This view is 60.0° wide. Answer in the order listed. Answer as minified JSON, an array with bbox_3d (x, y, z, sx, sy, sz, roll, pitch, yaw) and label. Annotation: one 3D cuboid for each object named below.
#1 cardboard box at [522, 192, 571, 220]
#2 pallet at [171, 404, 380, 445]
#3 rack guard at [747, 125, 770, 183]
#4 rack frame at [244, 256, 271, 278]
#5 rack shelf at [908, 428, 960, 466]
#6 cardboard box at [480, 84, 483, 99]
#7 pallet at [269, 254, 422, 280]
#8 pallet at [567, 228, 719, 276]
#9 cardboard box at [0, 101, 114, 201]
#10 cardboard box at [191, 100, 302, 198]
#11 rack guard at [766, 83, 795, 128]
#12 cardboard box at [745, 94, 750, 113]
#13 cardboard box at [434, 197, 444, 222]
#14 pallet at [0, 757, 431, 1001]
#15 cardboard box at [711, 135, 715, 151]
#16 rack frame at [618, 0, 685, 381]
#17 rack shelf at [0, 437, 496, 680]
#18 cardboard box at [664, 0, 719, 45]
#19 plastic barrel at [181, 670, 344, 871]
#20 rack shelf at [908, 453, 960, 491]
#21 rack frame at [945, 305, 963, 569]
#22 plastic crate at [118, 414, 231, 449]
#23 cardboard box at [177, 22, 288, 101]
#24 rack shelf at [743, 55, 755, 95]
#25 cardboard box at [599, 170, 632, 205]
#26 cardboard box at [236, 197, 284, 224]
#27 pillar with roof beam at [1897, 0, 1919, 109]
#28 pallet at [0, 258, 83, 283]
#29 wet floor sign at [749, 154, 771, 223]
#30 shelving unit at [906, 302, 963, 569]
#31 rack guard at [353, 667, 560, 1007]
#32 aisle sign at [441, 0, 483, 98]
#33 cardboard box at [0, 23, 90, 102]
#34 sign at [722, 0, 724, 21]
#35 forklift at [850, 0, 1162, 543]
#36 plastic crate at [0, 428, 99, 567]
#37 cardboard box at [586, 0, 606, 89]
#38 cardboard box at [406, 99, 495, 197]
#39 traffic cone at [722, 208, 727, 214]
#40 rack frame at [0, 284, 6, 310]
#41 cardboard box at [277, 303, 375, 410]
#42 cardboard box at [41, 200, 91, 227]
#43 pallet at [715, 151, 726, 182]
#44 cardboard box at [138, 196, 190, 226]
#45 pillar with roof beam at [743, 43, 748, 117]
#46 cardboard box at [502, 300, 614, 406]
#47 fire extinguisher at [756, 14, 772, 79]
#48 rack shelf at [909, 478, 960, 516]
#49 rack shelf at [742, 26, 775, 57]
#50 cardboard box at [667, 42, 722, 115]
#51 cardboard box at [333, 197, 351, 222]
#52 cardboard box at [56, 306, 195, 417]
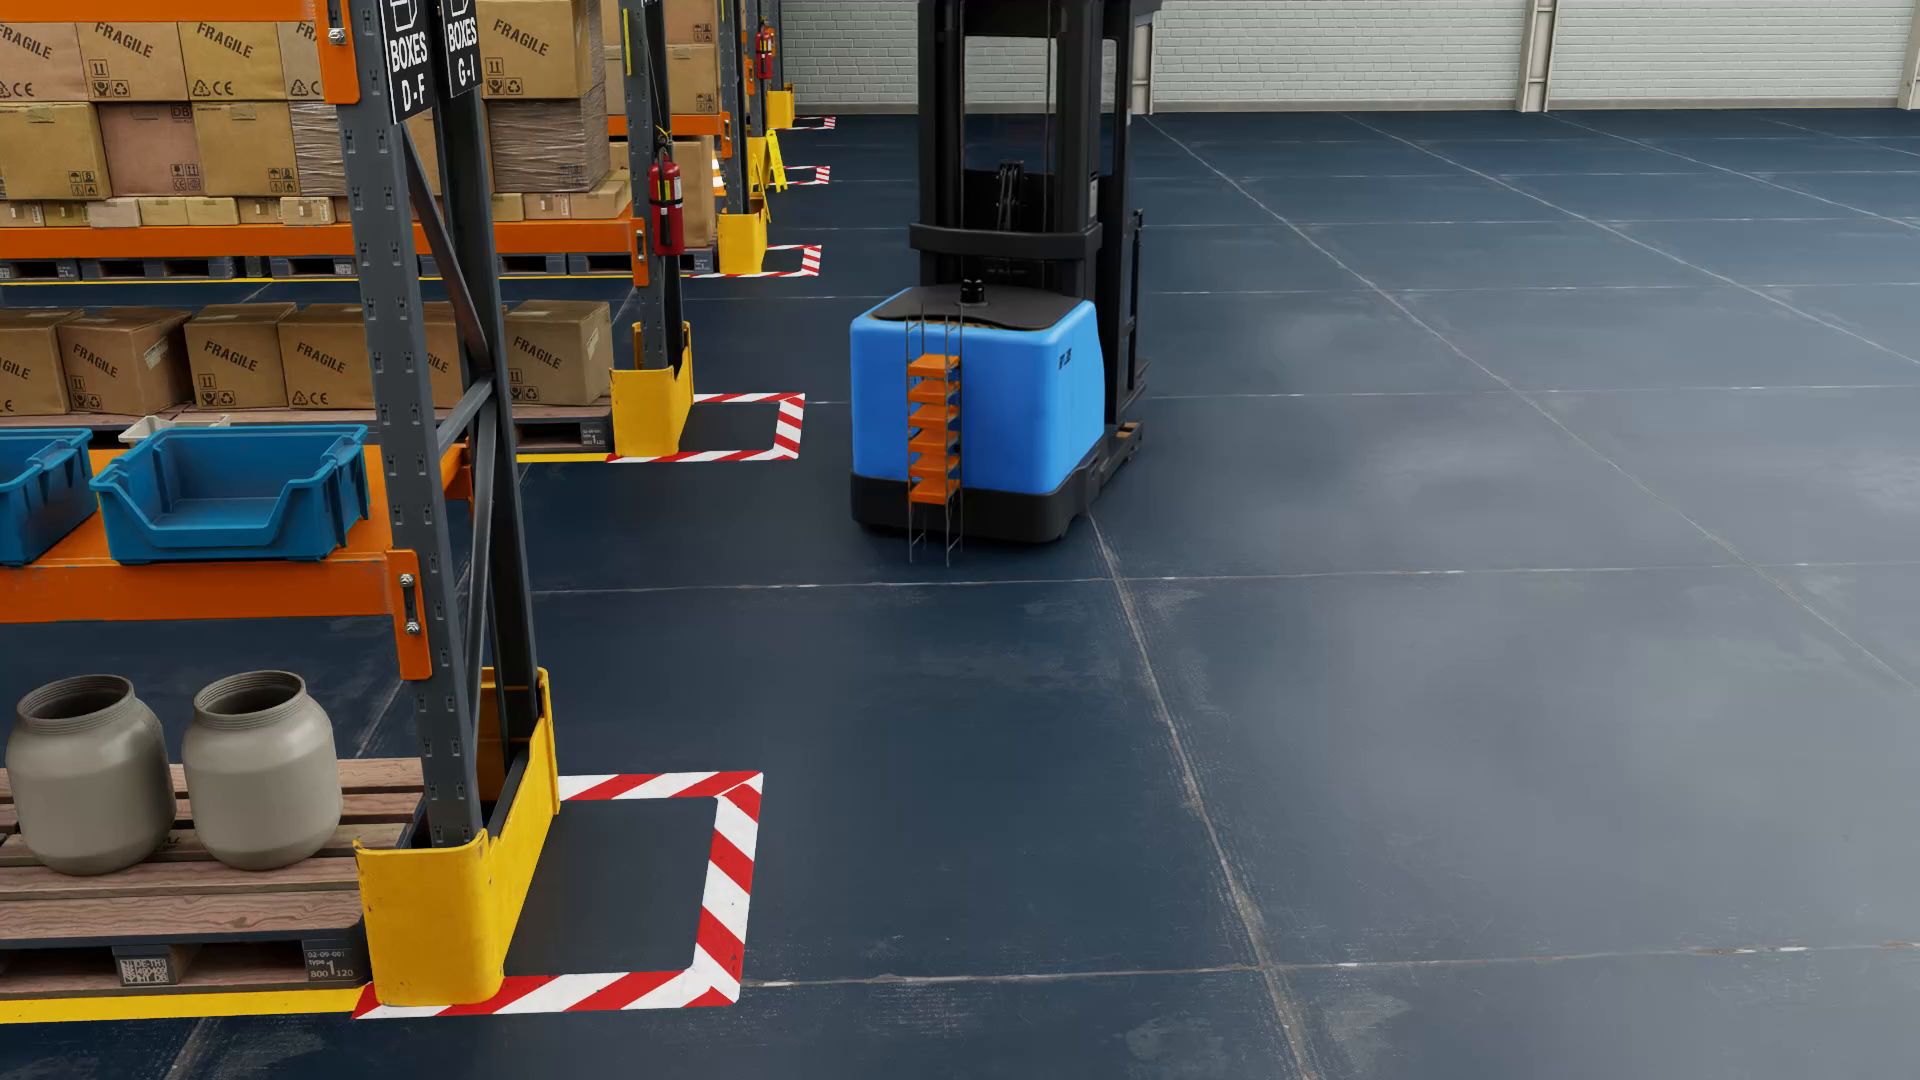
[{"bbox_3d":[-2.250,-1.875,9.184,0.250,0.149,0.380,-1,21,-3],"label":"cardboard box"},{"bbox_3d":[-3.831,-0.744,9.779,1.213,0.211,1.003,-1,21,-3],"label":"pallet"},{"bbox_3d":[-2.369,-4.427,19.047,0.348,0.500,1.175,-1,21,-3],"label":"rack guard"},{"bbox_3d":[-5.903,-3.759,13.779,0.127,3.000,1.000,-1,21,-3],"label":"rack frame"},{"bbox_3d":[-0.114,-0.436,7.703,0.180,0.103,0.258,6,22,16],"label":"rack shelf"},{"bbox_3d":[-2.761,-2.619,8.819,0.500,0.500,0.500,-1,21,-3],"label":"cardboard box"},{"bbox_3d":[-5.139,-2.444,14.243,1.213,0.211,1.003,-1,21,-3],"label":"pallet"},{"bbox_3d":[-2.703,-2.493,14.373,1.213,0.211,1.003,-1,21,-3],"label":"pallet"},{"bbox_3d":[-4.767,-2.166,9.036,0.500,0.500,0.875,-1,21,-3],"label":"cardboard box"},{"bbox_3d":[-3.772,-2.207,9.144,0.500,0.500,0.875,-1,21,-3],"label":"cardboard box"},{"bbox_3d":[-2.556,-6.192,23.683,0.348,0.500,1.175,-1,21,-3],"label":"rack guard"},{"bbox_3d":[-3.031,-6.150,23.332,0.500,0.250,0.500,-1,21,-3],"label":"cardboard box"},{"bbox_3d":[-2.747,-1.852,9.123,0.250,0.149,0.380,-1,21,-3],"label":"cardboard box"},{"bbox_3d":[-2.329,1.019,5.148,1.213,0.211,1.003,-1,21,-3],"label":"pallet"},{"bbox_3d":[-3.114,-4.590,19.236,0.500,0.250,0.500,-1,21,-3],"label":"cardboard box"},{"bbox_3d":[-1.727,-2.077,9.360,0.127,3.000,1.000,-1,21,-3],"label":"rack frame"},{"bbox_3d":[-3.441,0.060,4.760,4.000,0.370,1.077,-1,21,-3],"label":"rack shelf"},{"bbox_3d":[-2.282,-4.422,13.790,0.550,0.550,0.875,-1,21,-3],"label":"cardboard box"},{"bbox_3d":[-2.097,0.690,5.000,0.421,0.512,0.421,0,21,0],"label":"plastic barrel"},{"bbox_3d":[-0.114,-0.324,7.746,0.180,0.103,0.258,6,22,16],"label":"rack shelf"},{"bbox_3d":[-0.027,-0.468,7.661,0.006,1.200,0.240,6,22,16],"label":"rack frame"},{"bbox_3d":[-2.356,-0.290,5.038,0.250,0.136,0.298,-1,21,-3],"label":"plastic crate"},{"bbox_3d":[-3.760,-2.602,8.776,0.500,0.500,0.500,-1,21,-3],"label":"cardboard box"},{"bbox_3d":[-4.290,-5.220,18.627,4.000,0.370,1.077,-1,21,-3],"label":"rack shelf"},{"bbox_3d":[-2.025,-2.038,9.612,0.250,0.149,0.380,-1,21,-3],"label":"cardboard box"},{"bbox_3d":[-3.745,-1.832,9.070,0.250,0.149,0.380,-1,21,-3],"label":"cardboard box"},{"bbox_3d":[14.890,-9.306,19.917,0.400,9.000,9.100,-1,21,-3],"label":"pillar with roof beam"},{"bbox_3d":[-7.890,-2.388,14.096,1.213,0.211,1.003,-1,21,-3],"label":"pallet"},{"bbox_3d":[-1.994,-3.444,16.261,0.232,0.644,0.267,-5,21,-12],"label":"wet floor sign"},{"bbox_3d":[-0.114,-0.477,7.687,0.189,1.200,0.258,6,22,16],"label":"shelving unit"},{"bbox_3d":[-1.518,0.869,5.135,0.348,0.500,1.175,-1,21,-3],"label":"rack guard"},{"bbox_3d":[-1.389,-1.638,4.553,0.004,0.787,0.394,-1,21,-3],"label":"aisle sign"},{"bbox_3d":[-4.758,-2.578,8.713,0.500,0.500,0.500,-1,21,-3],"label":"cardboard box"},{"bbox_3d":[-1.892,-4.299,13.238,0.005,0.325,0.100,-1,21,-3],"label":"sign"},{"bbox_3d":[0.411,-1.848,8.856,1.130,2.935,3.031,7,22,17],"label":"forklift"},{"bbox_3d":[-2.576,-0.120,4.430,0.408,0.251,0.499,-1,21,-3],"label":"plastic crate"},{"bbox_3d":[-2.292,-2.815,9.336,0.500,0.500,0.500,-1,21,-3],"label":"cardboard box"},{"bbox_3d":[-2.770,-2.208,9.147,0.500,0.500,0.875,-1,21,-3],"label":"cardboard box"},{"bbox_3d":[-2.246,-3.557,16.813,0.334,0.463,0.336,-1,21,-3],"label":"traffic cone"},{"bbox_3d":[-5.721,-1.995,9.146,0.127,3.000,1.000,-1,21,-3],"label":"rack frame"},{"bbox_3d":[-3.573,-1.068,9.632,0.500,0.500,0.500,1,21,2],"label":"cardboard box"},{"bbox_3d":[-4.741,-1.799,8.984,0.250,0.149,0.380,-1,21,-3],"label":"cardboard box"},{"bbox_3d":[-3.182,-4.288,19.088,1.213,0.211,1.003,-1,21,-3],"label":"pallet"},{"bbox_3d":[-4.242,-1.810,9.011,0.250,0.149,0.380,-1,21,-3],"label":"cardboard box"},{"bbox_3d":[-3.081,-8.941,18.957,0.400,9.000,9.100,-1,21,-3],"label":"pillar with roof beam"},{"bbox_3d":[-2.352,-1.098,9.712,0.500,0.500,0.500,3,21,7],"label":"cardboard box"},{"bbox_3d":[-2.152,-5.399,18.196,0.183,0.674,0.296,-1,21,-3],"label":"fire extinguisher"},{"bbox_3d":[-0.114,-0.212,7.788,0.180,0.103,0.258,6,22,16],"label":"rack shelf"},{"bbox_3d":[-4.577,-6.983,23.258,4.000,0.370,1.077,-1,21,-3],"label":"rack shelf"},{"bbox_3d":[-2.277,-3.887,13.904,0.550,0.550,0.875,-1,21,-3],"label":"cardboard box"},{"bbox_3d":[-3.247,-1.849,9.115,0.250,0.149,0.380,-1,21,-3],"label":"cardboard box"},{"bbox_3d":[-4.748,-1.032,9.538,0.500,0.500,0.500,5,22,14],"label":"cardboard box"}]
